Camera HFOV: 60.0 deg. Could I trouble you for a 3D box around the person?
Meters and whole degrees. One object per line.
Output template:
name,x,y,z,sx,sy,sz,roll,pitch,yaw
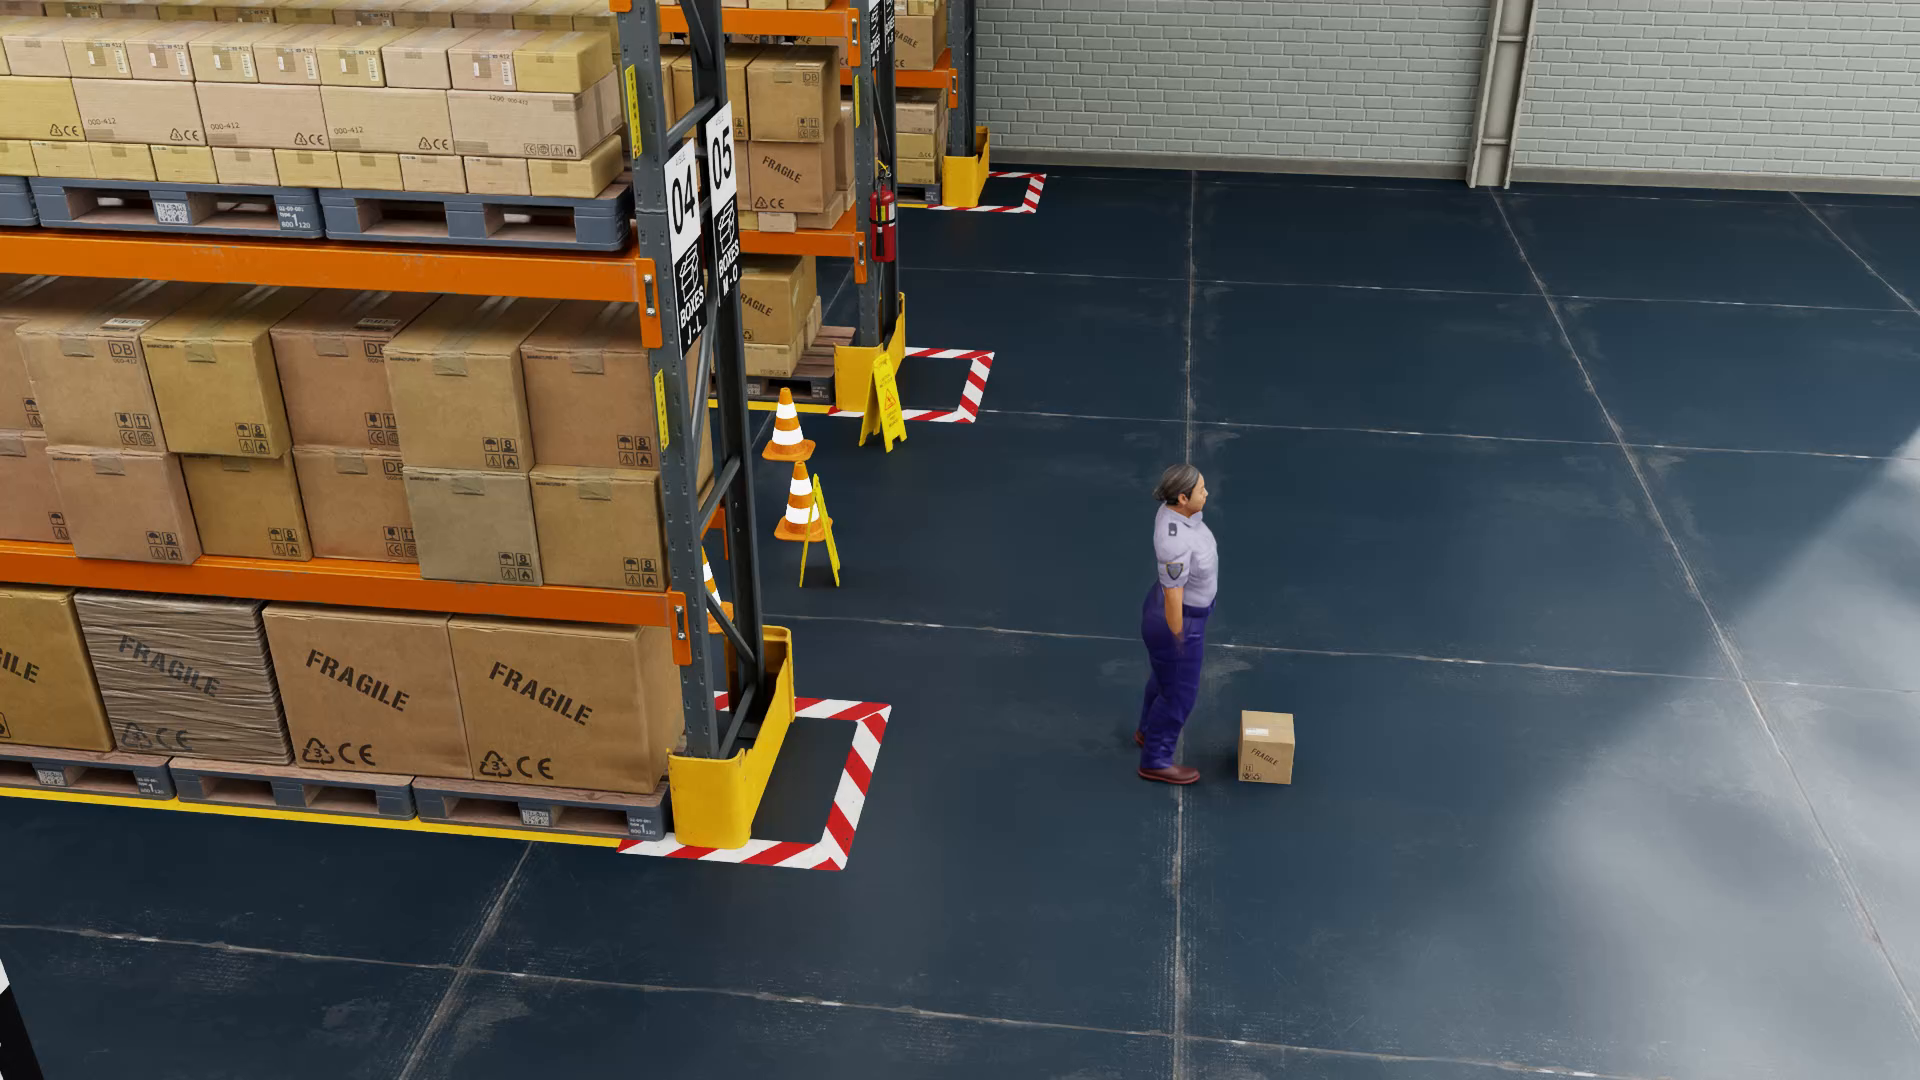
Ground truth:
person,1.037,0.403,7.954,0.351,1.691,0.462,4,29,7
